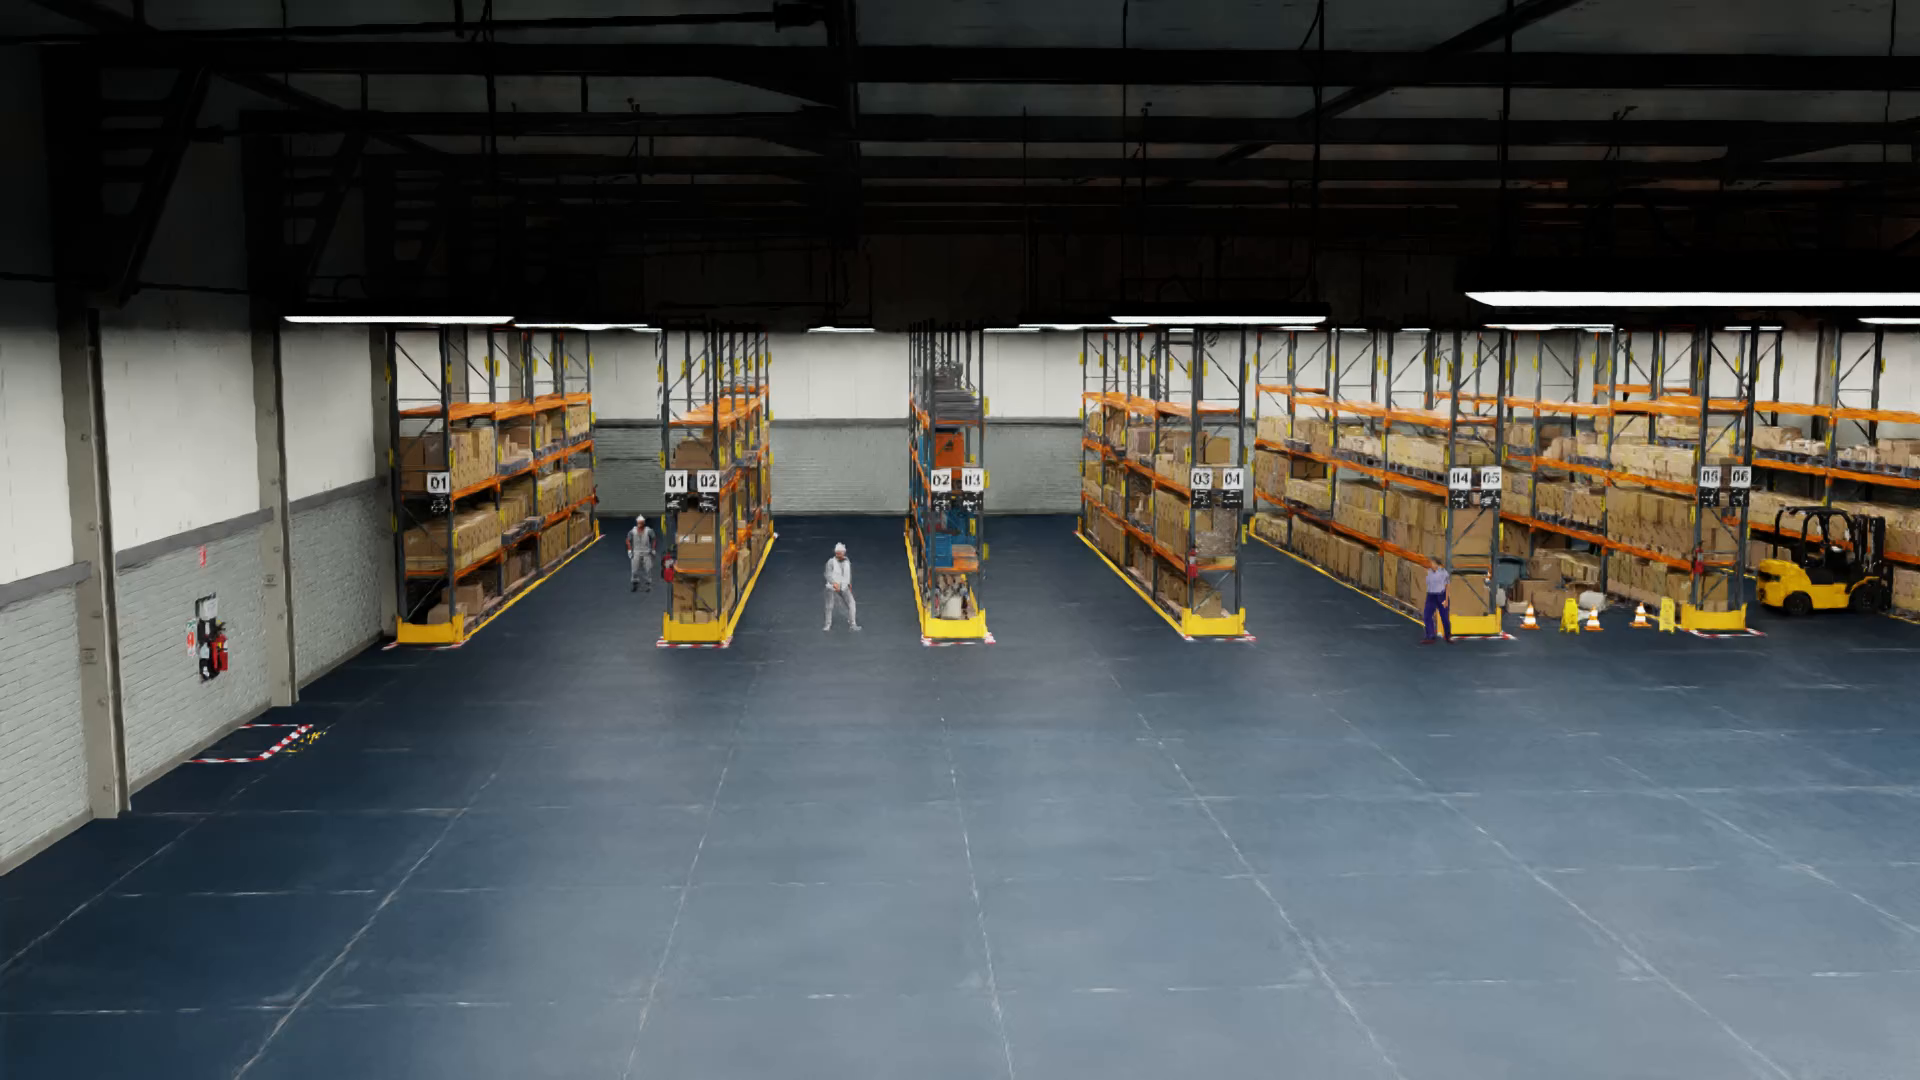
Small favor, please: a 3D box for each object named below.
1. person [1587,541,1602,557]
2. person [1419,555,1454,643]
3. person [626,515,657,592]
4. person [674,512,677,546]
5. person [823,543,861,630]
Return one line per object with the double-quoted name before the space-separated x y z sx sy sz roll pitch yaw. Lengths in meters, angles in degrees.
"person" 16.344 -0.472 42.898 0.547 1.785 0.646 3 8 24
"person" 8.915 1.102 30.960 0.560 1.641 0.544 -6 9 -38
"person" -7.084 0.302 36.999 0.678 1.741 0.546 -1 7 -4
"person" -7.468 -0.646 44.779 0.514 1.667 0.638 -4 8 -32
"person" -2.341 0.899 32.157 0.663 1.720 0.761 -3 8 -24
